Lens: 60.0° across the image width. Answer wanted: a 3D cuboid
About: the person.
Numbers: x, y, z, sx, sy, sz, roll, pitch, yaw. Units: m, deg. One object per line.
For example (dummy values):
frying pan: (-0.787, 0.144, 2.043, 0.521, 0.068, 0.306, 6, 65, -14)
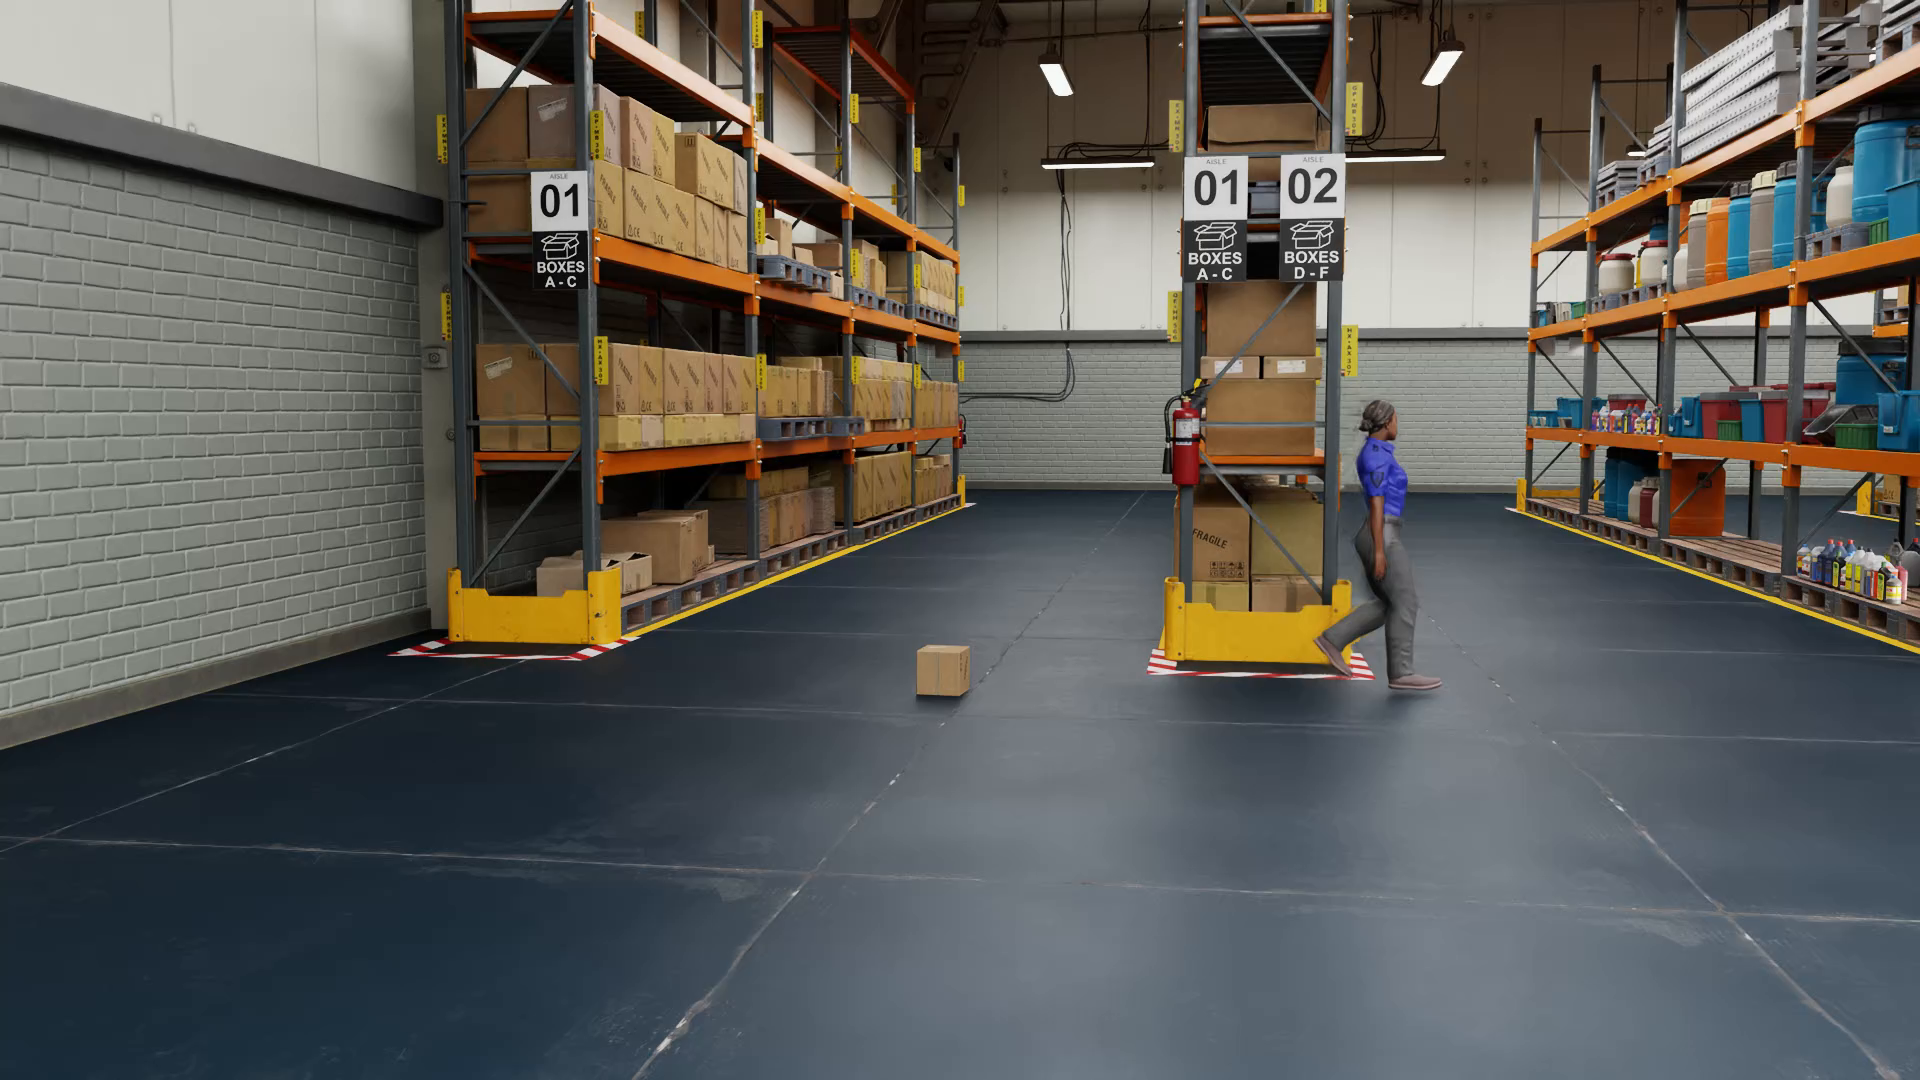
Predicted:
person: (2.382, 0.018, 9.460, 0.720, 1.631, 0.471, 1, 5, 13)
